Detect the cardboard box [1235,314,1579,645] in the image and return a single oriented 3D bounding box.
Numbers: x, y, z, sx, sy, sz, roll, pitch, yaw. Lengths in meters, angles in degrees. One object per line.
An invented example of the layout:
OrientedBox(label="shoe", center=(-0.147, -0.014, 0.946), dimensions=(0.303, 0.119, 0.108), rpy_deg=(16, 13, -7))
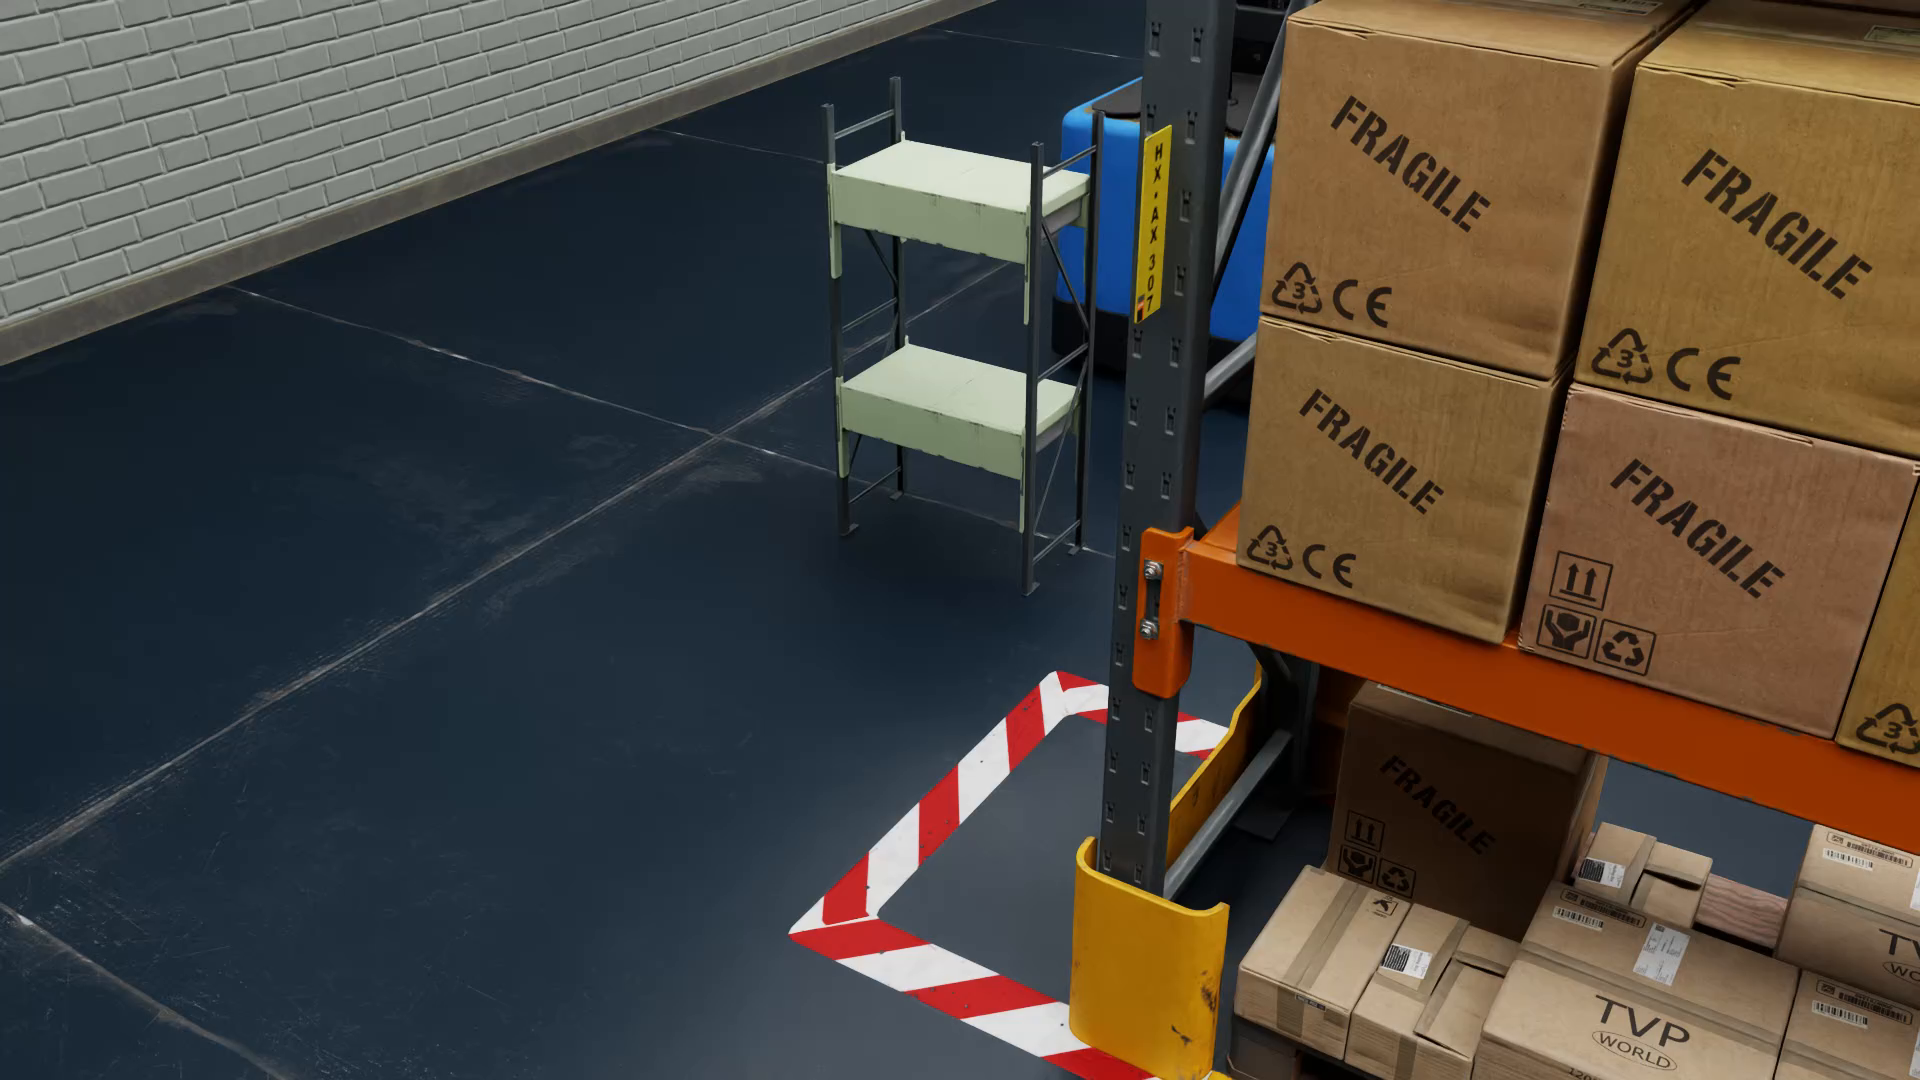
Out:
OrientedBox(label="cardboard box", center=(0.854, -0.204, 3.024), dimensions=(0.500, 0.500, 0.500), rpy_deg=(18, 35, 28))

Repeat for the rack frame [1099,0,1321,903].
OrientedBox(label="rack frame", center=(0.618, -0.392, 3.446), dimensions=(0.127, 3.000, 1.000), rpy_deg=(18, 35, 27))

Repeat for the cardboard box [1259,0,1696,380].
OrientedBox(label="cardboard box", center=(0.854, -0.636, 2.772), dimensions=(0.500, 0.500, 0.500), rpy_deg=(19, 35, 29))

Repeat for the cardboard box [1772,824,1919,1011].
OrientedBox(label="cardboard box", center=(1.998, 0.913, 3.500), dimensions=(0.500, 0.250, 0.500), rpy_deg=(18, 35, 27))

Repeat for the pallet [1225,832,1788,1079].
OrientedBox(label="pallet", center=(1.358, 1.046, 3.748), dimensions=(1.213, 0.211, 1.003), rpy_deg=(18, 35, 27))

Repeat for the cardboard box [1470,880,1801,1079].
OrientedBox(label="cardboard box", center=(1.351, 1.006, 3.341), dimensions=(0.500, 0.250, 0.500), rpy_deg=(18, 35, 27))

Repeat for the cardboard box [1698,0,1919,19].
OrientedBox(label="cardboard box", center=(1.569, -0.730, 2.934), dimensions=(0.500, 0.500, 0.500), rpy_deg=(19, 35, 29))

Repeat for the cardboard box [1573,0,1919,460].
OrientedBox(label="cardboard box", center=(1.300, -0.499, 2.537), dimensions=(0.500, 0.500, 0.500), rpy_deg=(18, 35, 28))

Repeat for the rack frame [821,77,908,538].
OrientedBox(label="rack frame", center=(-0.304, -0.744, 5.537), dimensions=(0.023, 1.500, 0.400), rpy_deg=(18, 35, 27))

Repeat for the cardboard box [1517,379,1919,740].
OrientedBox(label="cardboard box", center=(1.293, -0.068, 2.791), dimensions=(0.500, 0.500, 0.500), rpy_deg=(17, 34, 27))

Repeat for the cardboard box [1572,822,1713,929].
OrientedBox(label="cardboard box", center=(1.505, 0.829, 3.727), dimensions=(0.250, 0.166, 0.380), rpy_deg=(18, 35, 27))

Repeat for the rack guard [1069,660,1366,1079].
OrientedBox(label="rack guard", center=(0.682, 0.708, 4.041), dimensions=(0.348, 0.500, 1.175), rpy_deg=(18, 35, 27))

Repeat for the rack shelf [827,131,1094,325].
OrientedBox(label="rack shelf", center=(0.006, -0.983, 5.172), dimensions=(0.720, 0.370, 0.431), rpy_deg=(18, 35, 27))

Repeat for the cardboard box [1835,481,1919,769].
OrientedBox(label="cardboard box", center=(1.717, 0.068, 2.558), dimensions=(0.500, 0.500, 0.500), rpy_deg=(17, 35, 27))

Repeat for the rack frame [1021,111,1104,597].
OrientedBox(label="rack frame", center=(0.316, -0.548, 5.201), dimensions=(0.023, 1.500, 0.400), rpy_deg=(18, 35, 27))

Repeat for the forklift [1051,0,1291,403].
OrientedBox(label="forklift", center=(1.605, -2.496, 7.119), dimensions=(1.130, 2.935, 3.031), rpy_deg=(18, 35, 28))

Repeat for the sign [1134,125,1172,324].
OrientedBox(label="sign", center=(0.330, -0.535, 2.831), dimensions=(0.005, 0.325, 0.100), rpy_deg=(18, 35, 27))

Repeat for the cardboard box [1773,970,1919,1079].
OrientedBox(label="cardboard box", center=(1.775, 1.140, 3.111), dimensions=(0.500, 0.250, 0.500), rpy_deg=(18, 35, 27))

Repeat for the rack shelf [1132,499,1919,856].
OrientedBox(label="rack shelf", center=(2.312, 0.454, 2.709), dimensions=(4.000, 0.370, 1.077), rpy_deg=(18, 35, 27))

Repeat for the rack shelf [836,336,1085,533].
OrientedBox(label="rack shelf", center=(0.006, -0.364, 5.533), dimensions=(0.720, 0.370, 0.431), rpy_deg=(18, 35, 27))

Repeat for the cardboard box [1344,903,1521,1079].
OrientedBox(label="cardboard box", center=(1.002, 0.967, 3.490), dimensions=(0.250, 0.166, 0.380), rpy_deg=(18, 35, 27))

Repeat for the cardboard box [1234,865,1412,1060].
OrientedBox(label="cardboard box", center=(0.790, 0.908, 3.610), dimensions=(0.250, 0.149, 0.380), rpy_deg=(18, 35, 27))

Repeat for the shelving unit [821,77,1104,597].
OrientedBox(label="shelving unit", center=(0.006, -0.646, 5.369), dimensions=(0.755, 1.500, 0.431), rpy_deg=(18, 35, 27))

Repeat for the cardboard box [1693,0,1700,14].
OrientedBox(label="cardboard box", center=(1.141, -0.865, 3.165), dimensions=(0.500, 0.500, 0.500), rpy_deg=(17, 34, 27))

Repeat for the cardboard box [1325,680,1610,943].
OrientedBox(label="cardboard box", center=(1.209, 0.538, 3.895), dimensions=(0.500, 0.500, 0.500), rpy_deg=(18, 35, 27))
